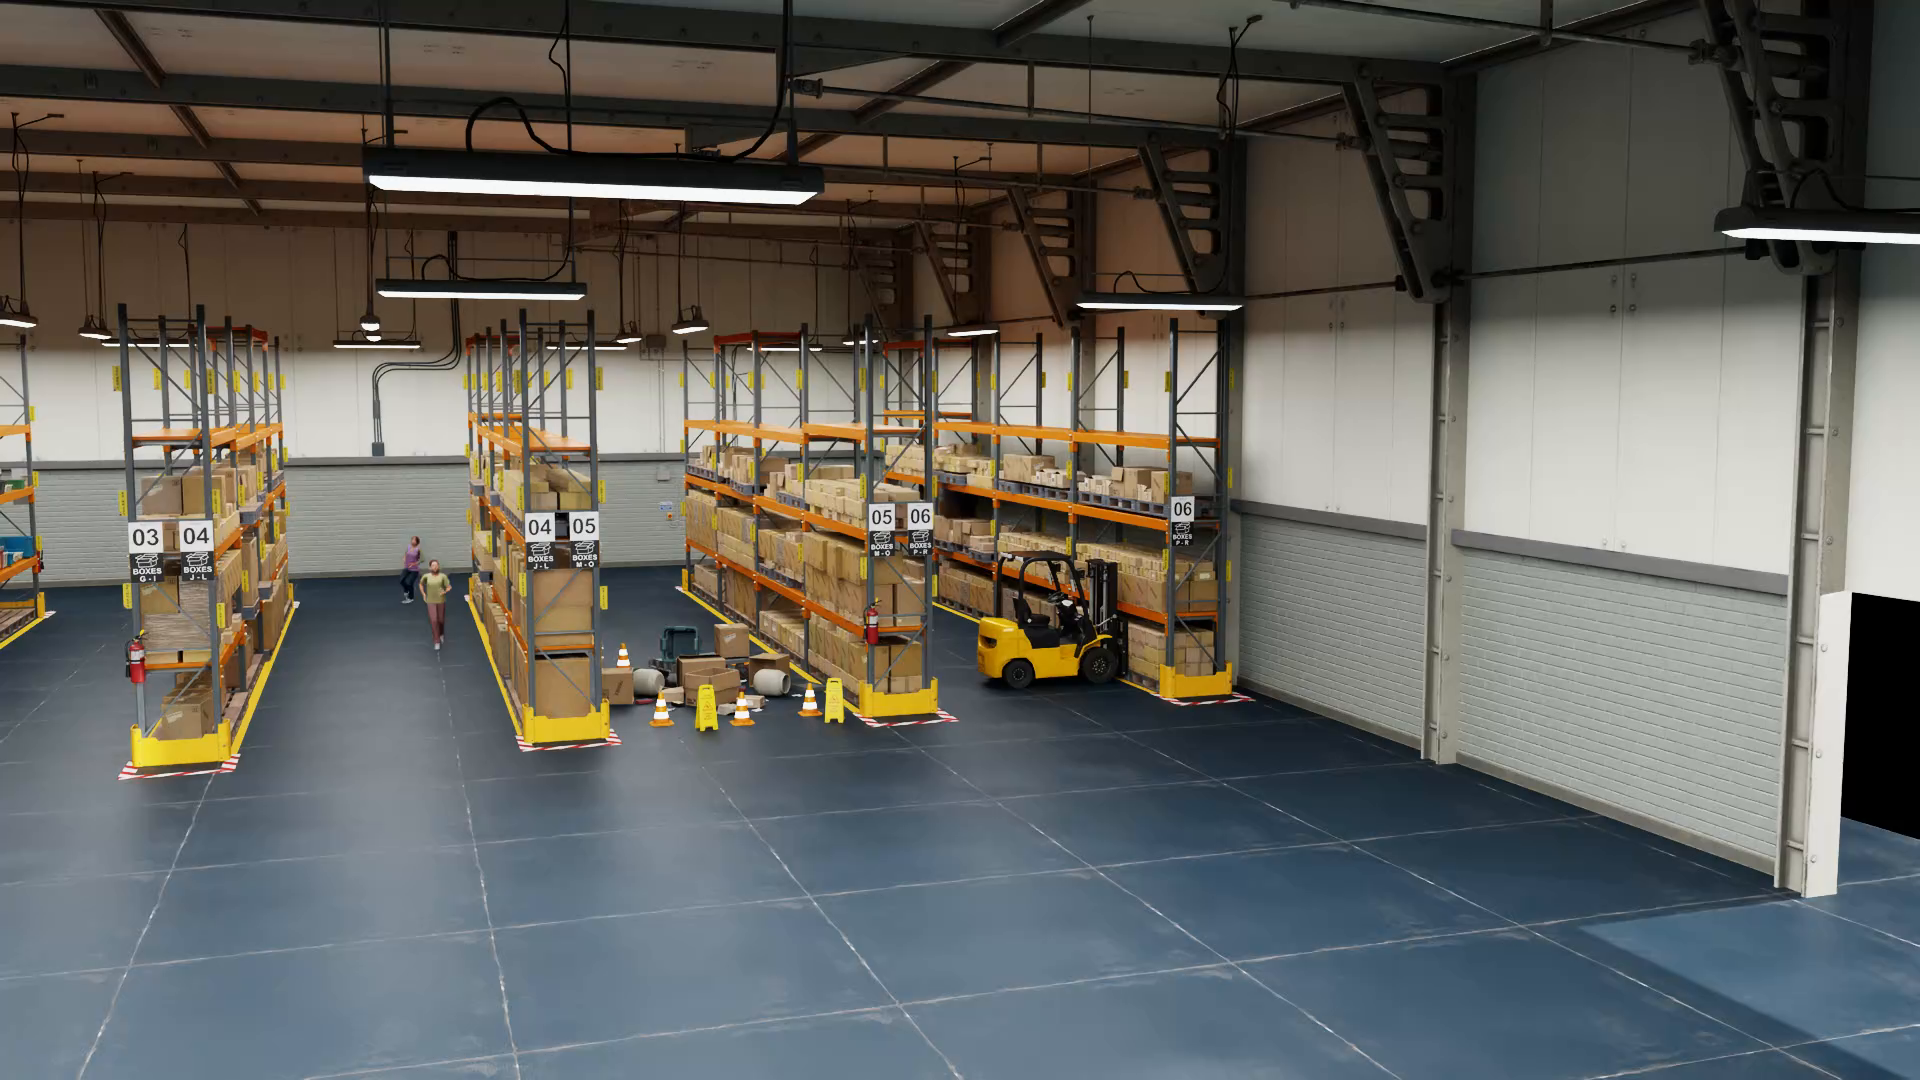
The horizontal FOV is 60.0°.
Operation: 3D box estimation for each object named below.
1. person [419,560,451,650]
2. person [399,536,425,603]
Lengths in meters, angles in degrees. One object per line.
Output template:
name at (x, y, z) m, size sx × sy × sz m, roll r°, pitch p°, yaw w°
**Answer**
person at (-9.892, 1.197, 31.378) m, size 0.582 × 1.673 × 0.807 m, roll -2°, pitch 6°, yaw -20°
person at (-12.406, 0.674, 37.649) m, size 0.595 × 1.539 × 0.475 m, roll 1°, pitch 6°, yaw 15°
